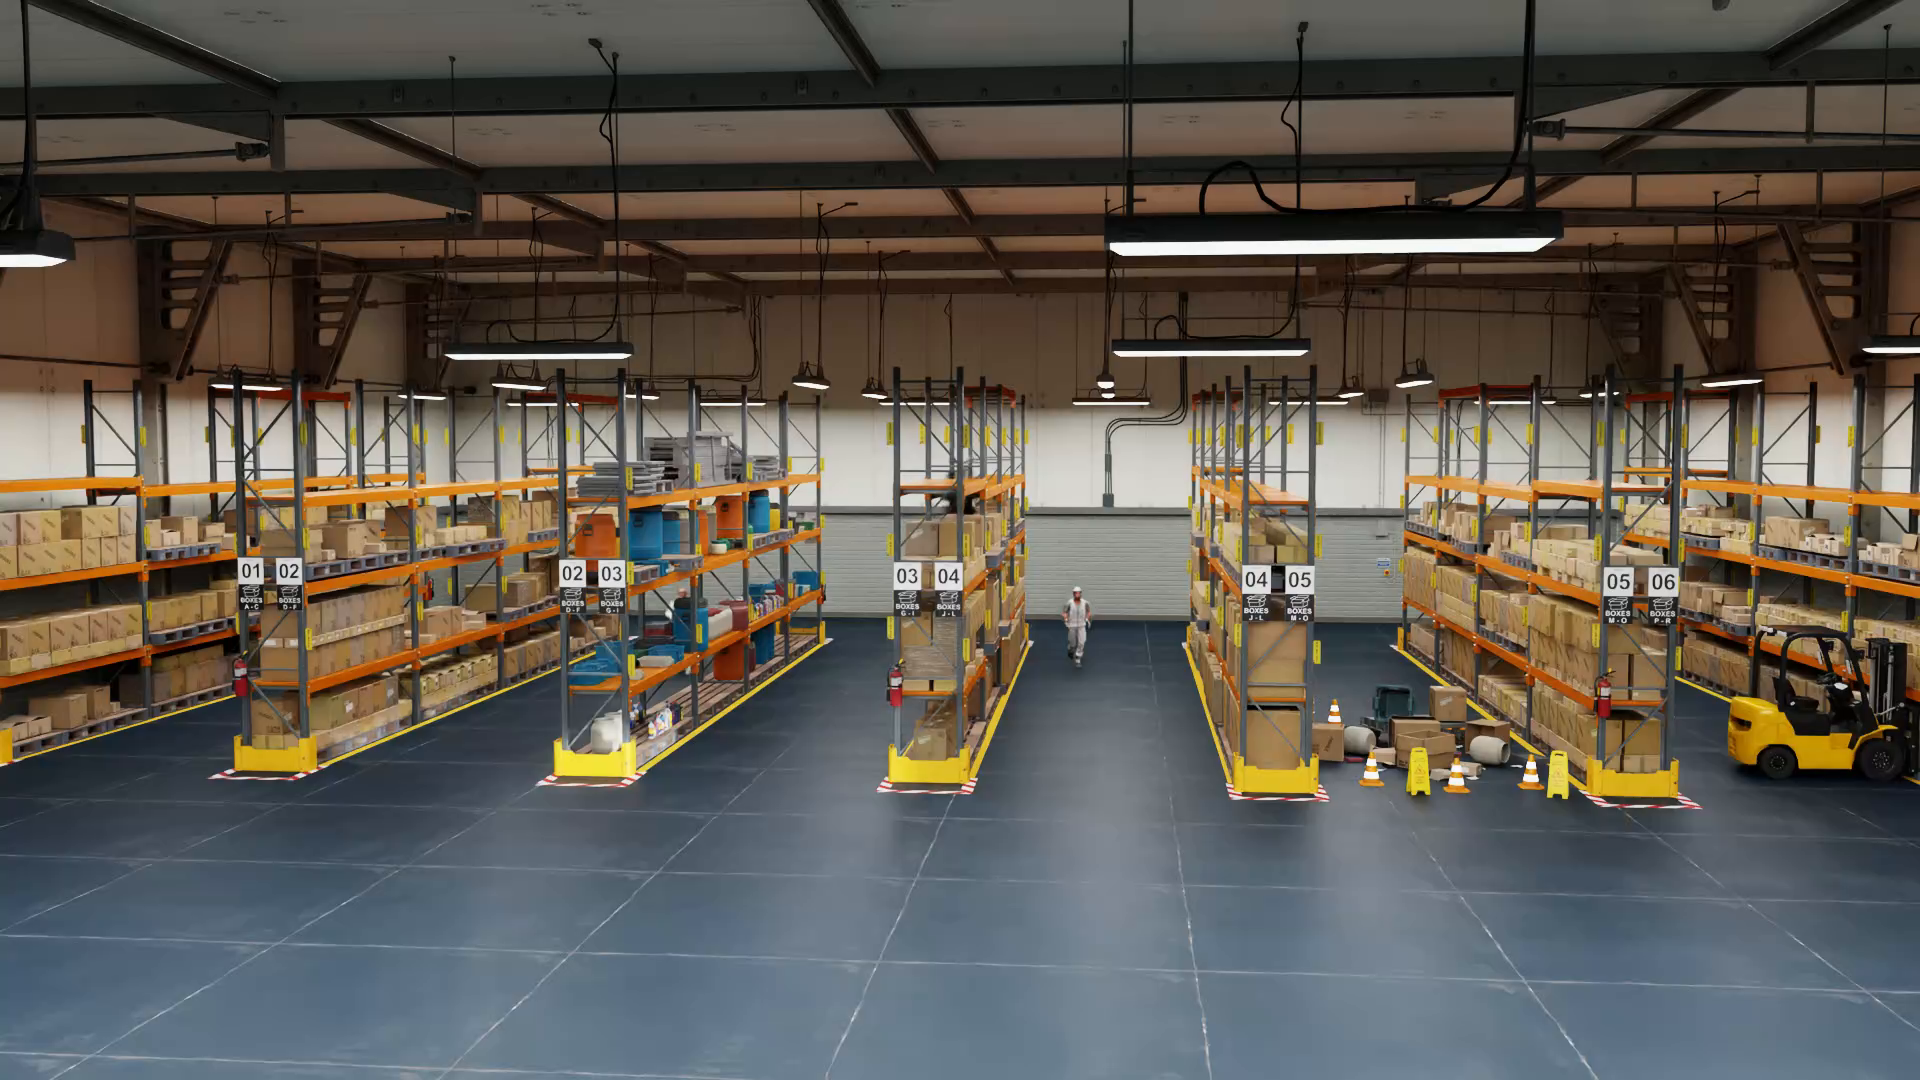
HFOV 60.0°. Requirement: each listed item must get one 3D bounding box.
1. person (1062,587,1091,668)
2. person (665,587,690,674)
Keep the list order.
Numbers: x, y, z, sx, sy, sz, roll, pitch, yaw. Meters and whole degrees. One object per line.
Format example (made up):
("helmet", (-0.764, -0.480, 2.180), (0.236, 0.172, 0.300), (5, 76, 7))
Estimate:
("person", (2.541, 1.882, 36.209), (0.644, 1.747, 0.795), (0, 4, -6))
("person", (-5.883, 1.931, 35.257), (0.708, 1.857, 0.839), (0, 4, 2))
